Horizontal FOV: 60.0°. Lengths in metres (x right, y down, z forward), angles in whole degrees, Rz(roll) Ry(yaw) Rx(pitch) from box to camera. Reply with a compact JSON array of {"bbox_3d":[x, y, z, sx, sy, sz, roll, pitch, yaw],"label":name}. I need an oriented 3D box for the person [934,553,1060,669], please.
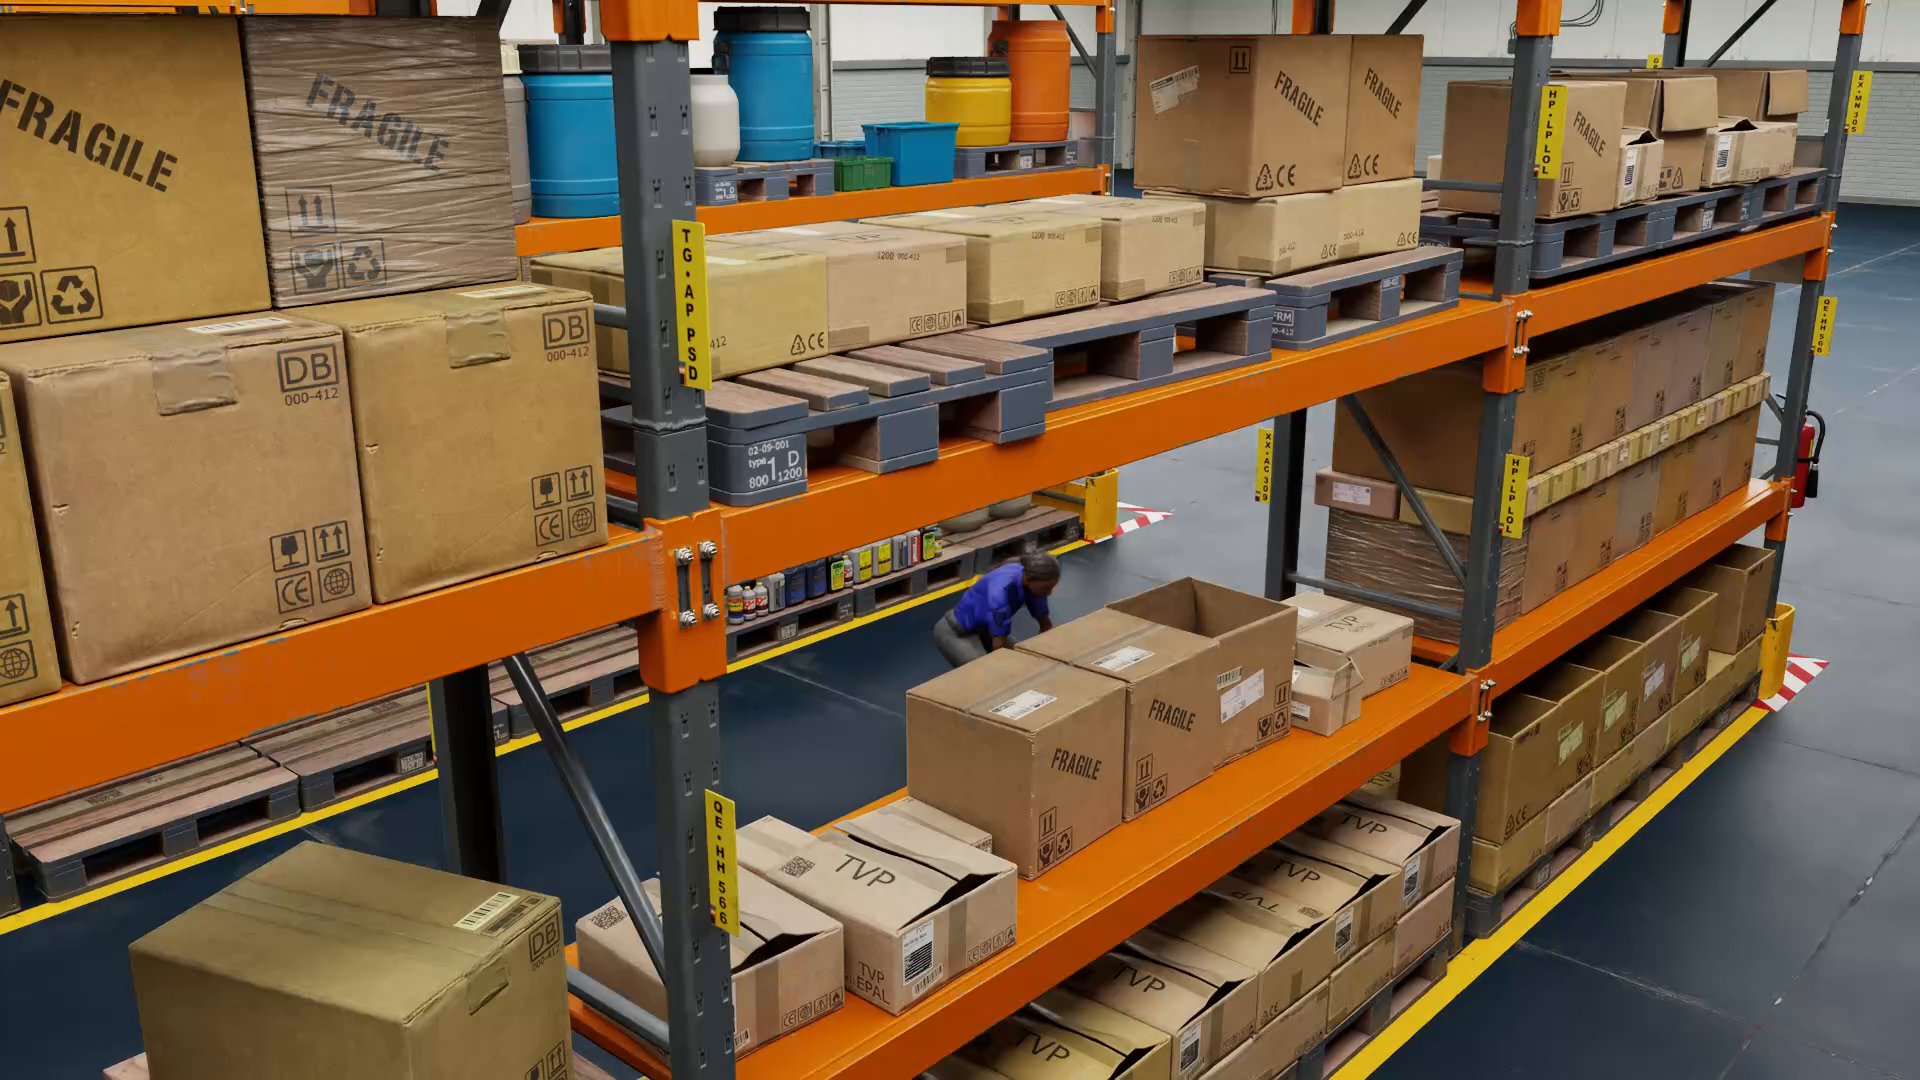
[{"bbox_3d":[0.224,0.579,9.031,0.731,1.158,0.501,15,22,39],"label":"person"}]
